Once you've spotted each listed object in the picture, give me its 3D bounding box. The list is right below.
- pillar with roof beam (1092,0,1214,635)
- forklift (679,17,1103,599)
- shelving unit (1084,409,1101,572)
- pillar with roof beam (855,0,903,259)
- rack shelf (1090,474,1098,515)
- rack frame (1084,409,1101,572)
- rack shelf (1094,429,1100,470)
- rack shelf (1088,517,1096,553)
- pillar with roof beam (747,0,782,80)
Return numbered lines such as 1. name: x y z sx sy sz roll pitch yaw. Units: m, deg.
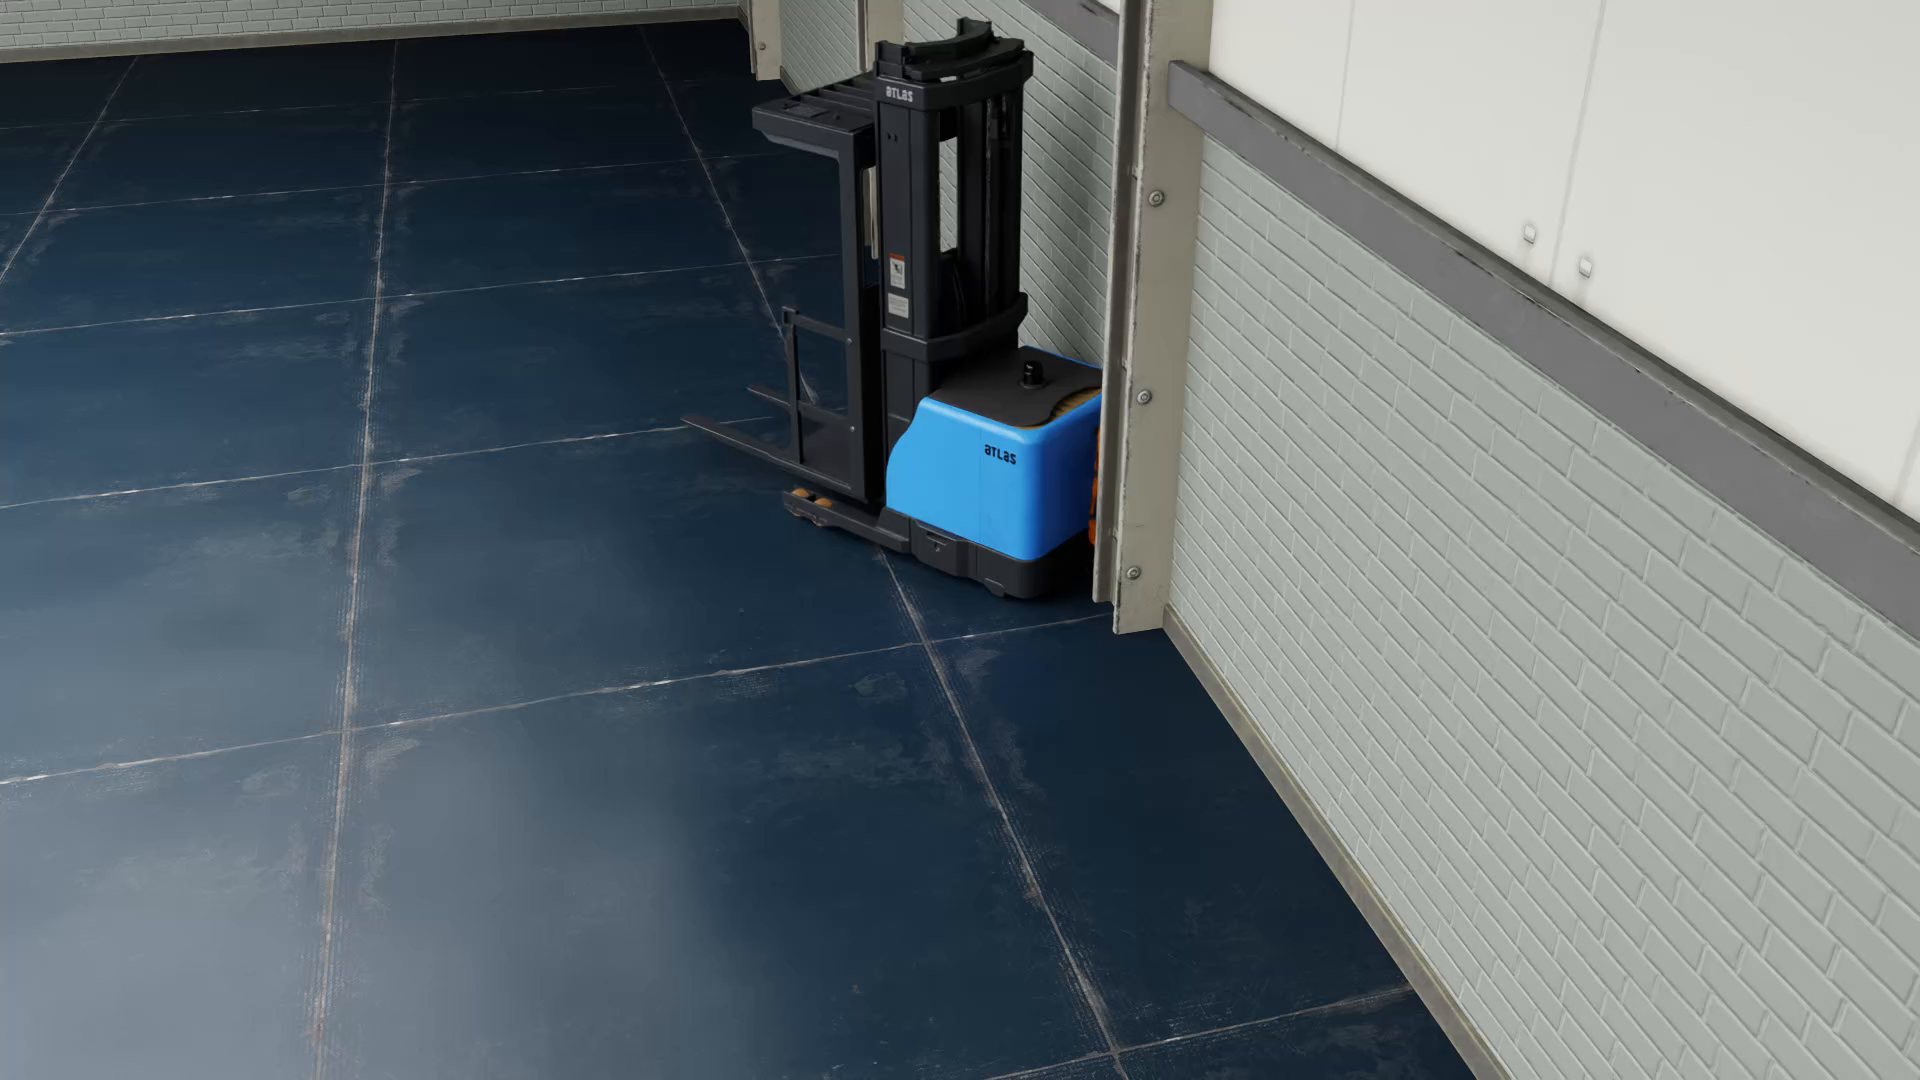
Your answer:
1. pillar with roof beam: -3.203 -2.921 6.045 9.100 9.000 0.400 -8 31 -13
2. forklift: -0.460 -1.537 9.710 3.031 2.935 1.130 22 37 33
3. shelving unit: 0.876 -0.218 9.305 0.215 1.050 0.252 -5 31 -15
4. pillar with roof beam: -4.795 -5.819 11.052 9.100 9.000 0.400 -8 31 -13
5. rack shelf: 0.875 -0.209 9.310 0.215 0.259 0.240 -5 31 -15
6. rack frame: 0.843 -0.278 9.406 0.200 1.050 0.008 -5 31 -15
7. rack shelf: 0.889 -0.454 9.169 0.215 0.259 0.240 -5 31 -15
8. rack shelf: 0.862 0.032 9.448 0.215 0.259 0.240 -5 31 -15
9. pillar with roof beam: -6.388 -8.717 16.059 9.100 9.000 0.400 -8 31 -13
